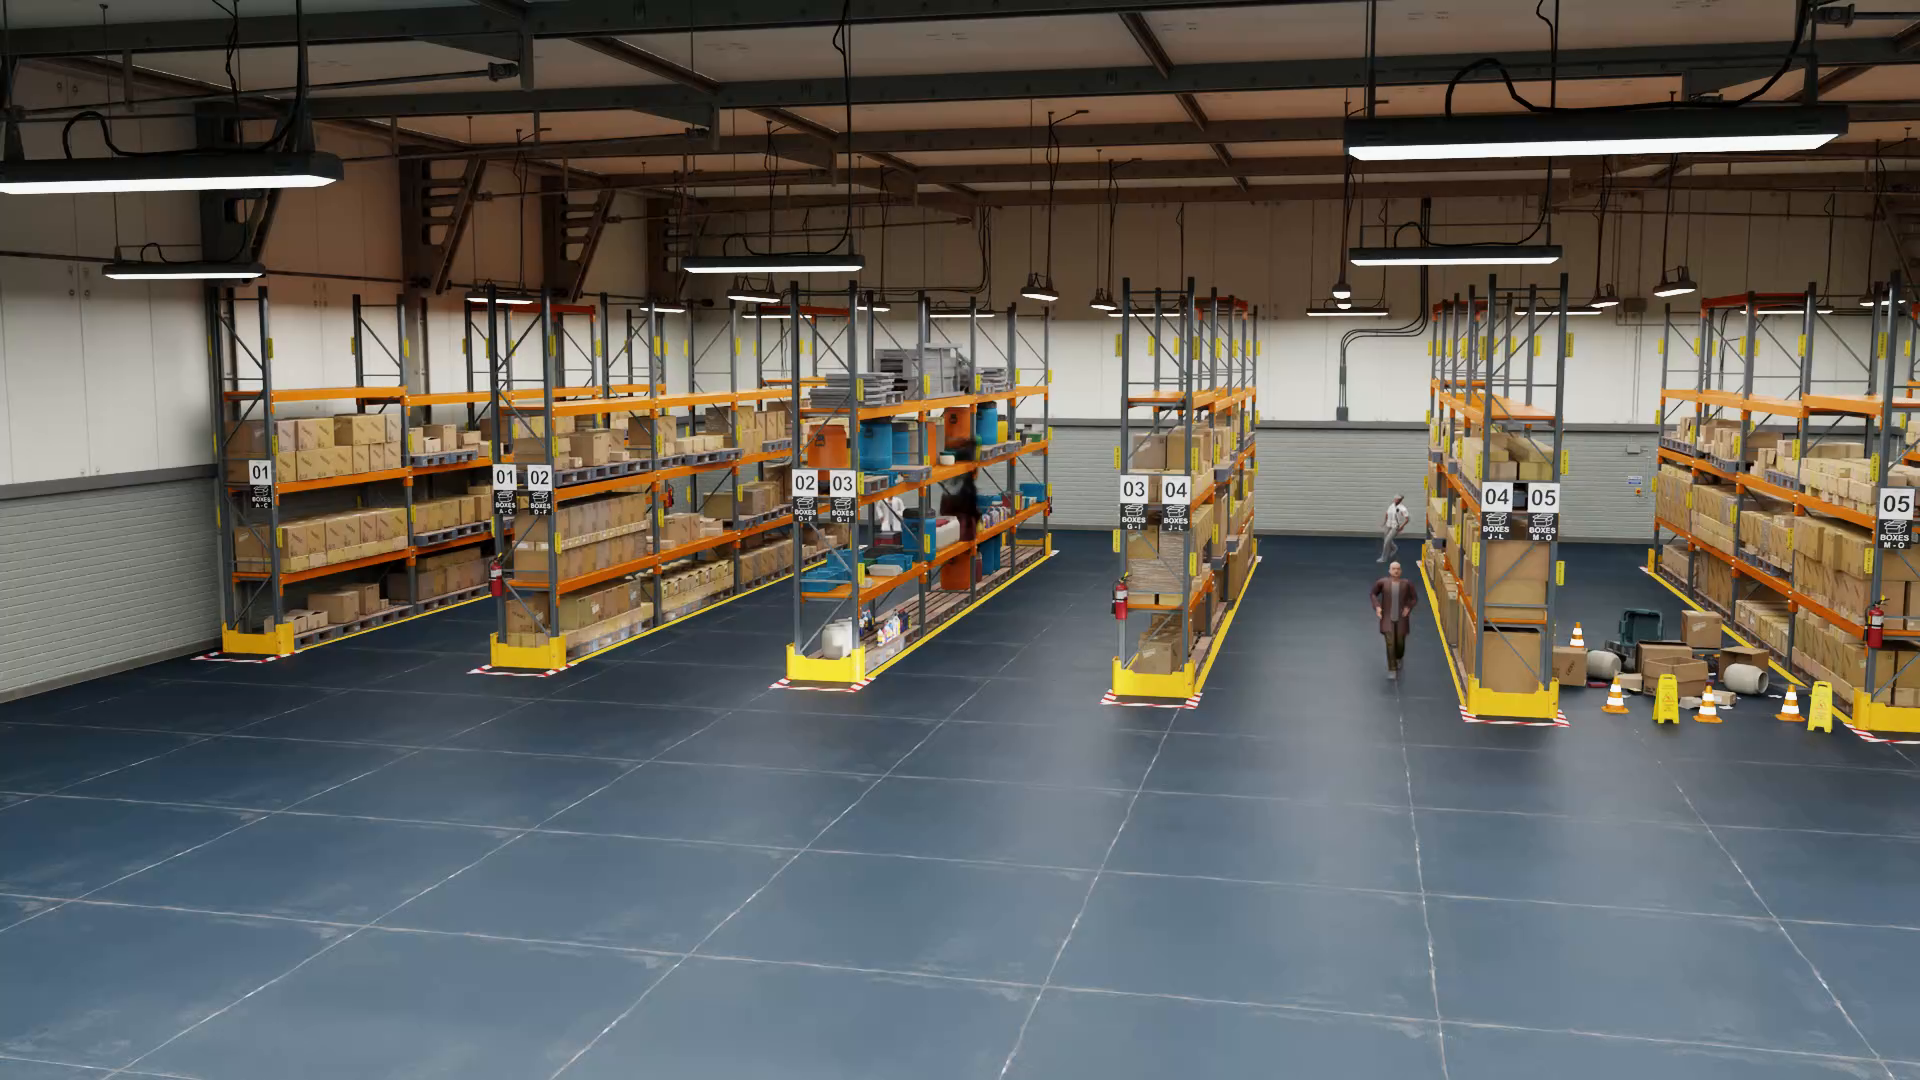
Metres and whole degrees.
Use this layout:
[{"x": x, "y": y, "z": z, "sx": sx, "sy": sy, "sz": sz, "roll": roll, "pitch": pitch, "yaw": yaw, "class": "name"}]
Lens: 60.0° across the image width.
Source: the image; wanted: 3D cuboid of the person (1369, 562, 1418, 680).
[{"x": 6.642, "y": 1.208, "z": 25.503, "sx": 0.720, "sy": 1.762, "sz": 0.795, "roll": 1, "pitch": 7, "yaw": 12, "class": "person"}]

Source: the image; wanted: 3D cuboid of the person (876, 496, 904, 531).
[{"x": -1.654, "y": -0.393, "z": 39.519, "sx": 0.657, "sy": 1.745, "sz": 0.818, "roll": 0, "pitch": 7, "yaw": -4, "class": "person"}]

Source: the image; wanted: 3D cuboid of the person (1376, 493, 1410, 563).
[{"x": 10.211, "y": -0.293, "z": 39.024, "sx": 0.753, "sy": 1.640, "sz": 0.632, "roll": -5, "pitch": 8, "yaw": -38, "class": "person"}]
